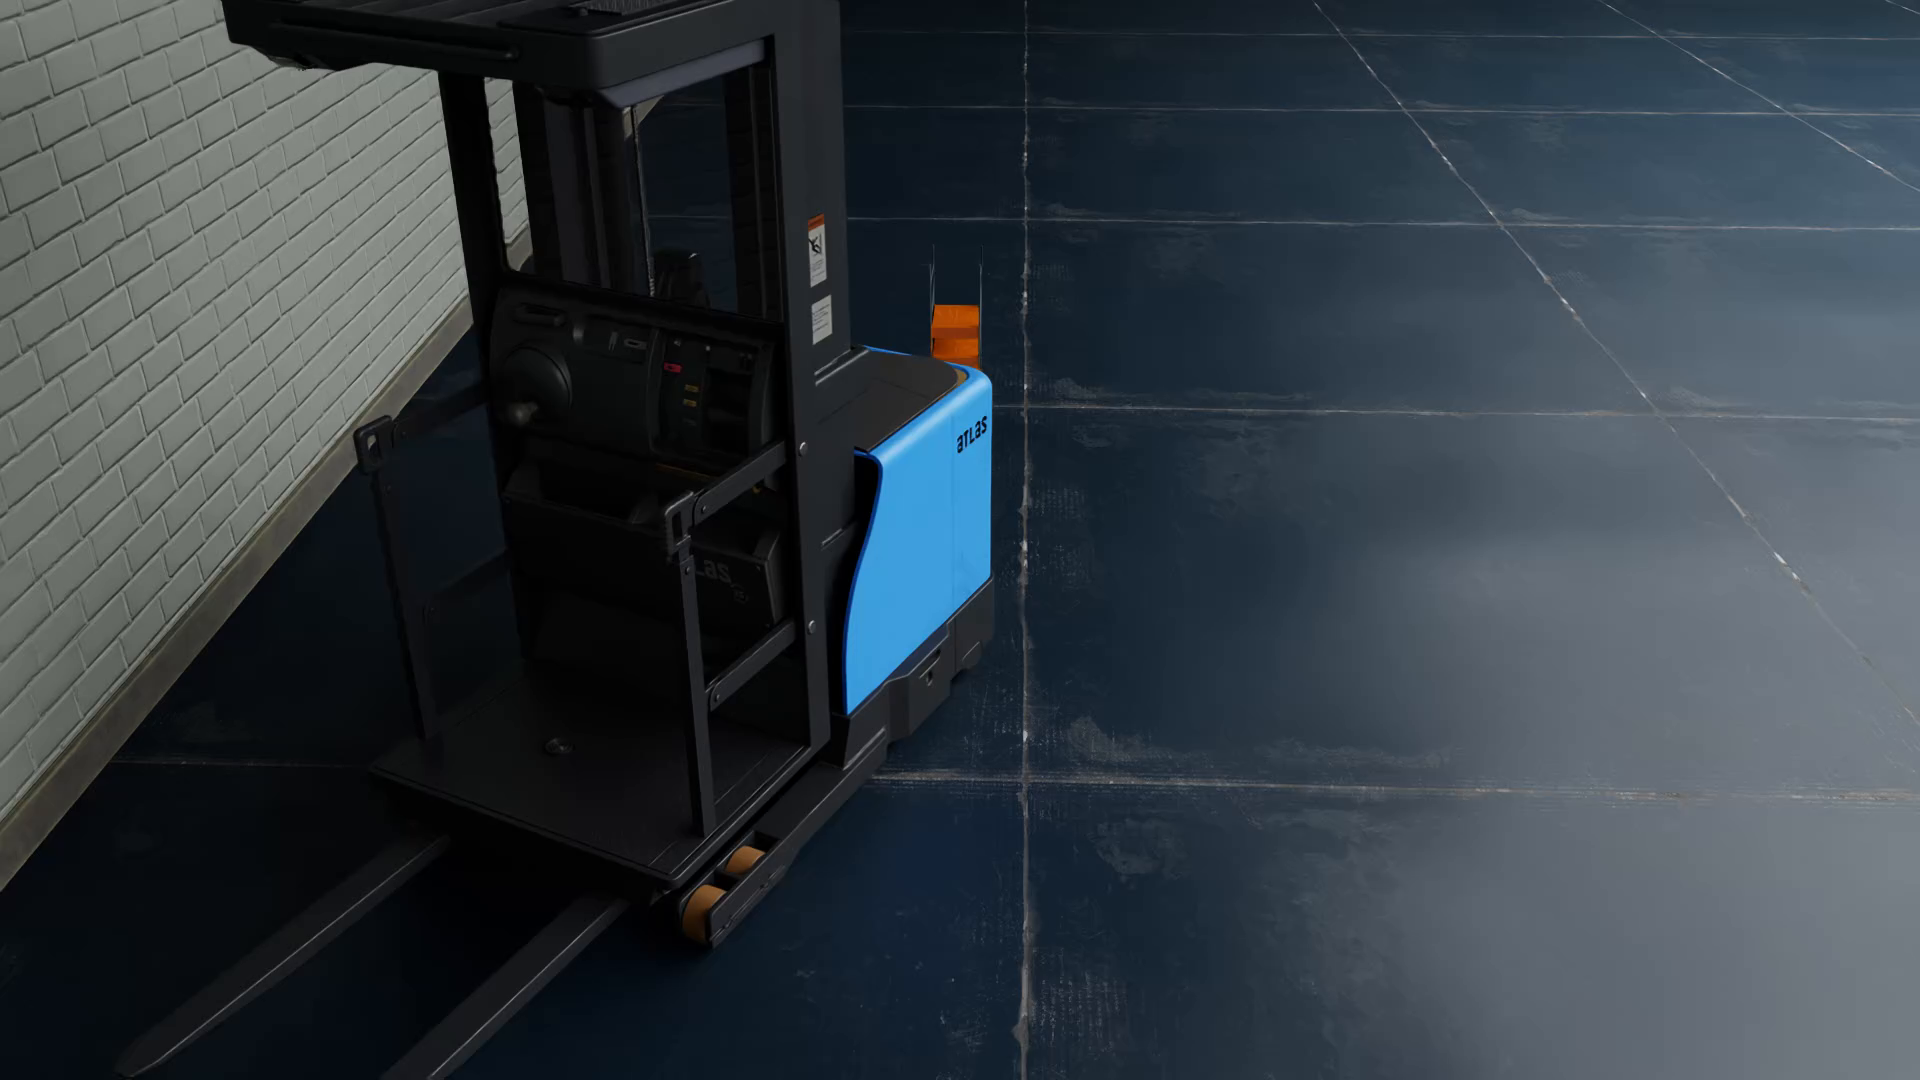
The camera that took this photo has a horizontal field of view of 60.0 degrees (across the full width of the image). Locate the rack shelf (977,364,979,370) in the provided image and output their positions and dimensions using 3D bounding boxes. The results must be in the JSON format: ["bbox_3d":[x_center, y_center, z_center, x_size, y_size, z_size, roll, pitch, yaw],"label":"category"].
[{"bbox_3d":[-0.014,-0.597,6.434,0.180,0.103,0.258,1,28,2],"label":"rack shelf"}]

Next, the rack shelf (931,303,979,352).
[{"bbox_3d":[-0.014,-0.809,6.322,0.180,0.103,0.258,1,28,2],"label":"rack shelf"}]

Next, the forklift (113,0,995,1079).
[{"bbox_3d":[-1.006,-0.406,4.387,1.130,2.935,3.031,14,31,24],"label":"forklift"}]

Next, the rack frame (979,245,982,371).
[{"bbox_3d":[0.077,-0.529,6.467,0.006,1.200,0.240,1,28,2],"label":"rack frame"}]

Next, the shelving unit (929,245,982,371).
[{"bbox_3d":[-0.014,-0.530,6.469,0.189,1.200,0.258,1,28,2],"label":"shelving unit"}]

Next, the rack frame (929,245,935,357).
[{"bbox_3d":[-0.106,-0.532,6.472,0.006,1.200,0.240,1,28,2],"label":"rack frame"}]

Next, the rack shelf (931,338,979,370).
[{"bbox_3d":[-0.014,-0.703,6.378,0.180,0.103,0.258,1,28,2],"label":"rack shelf"}]
